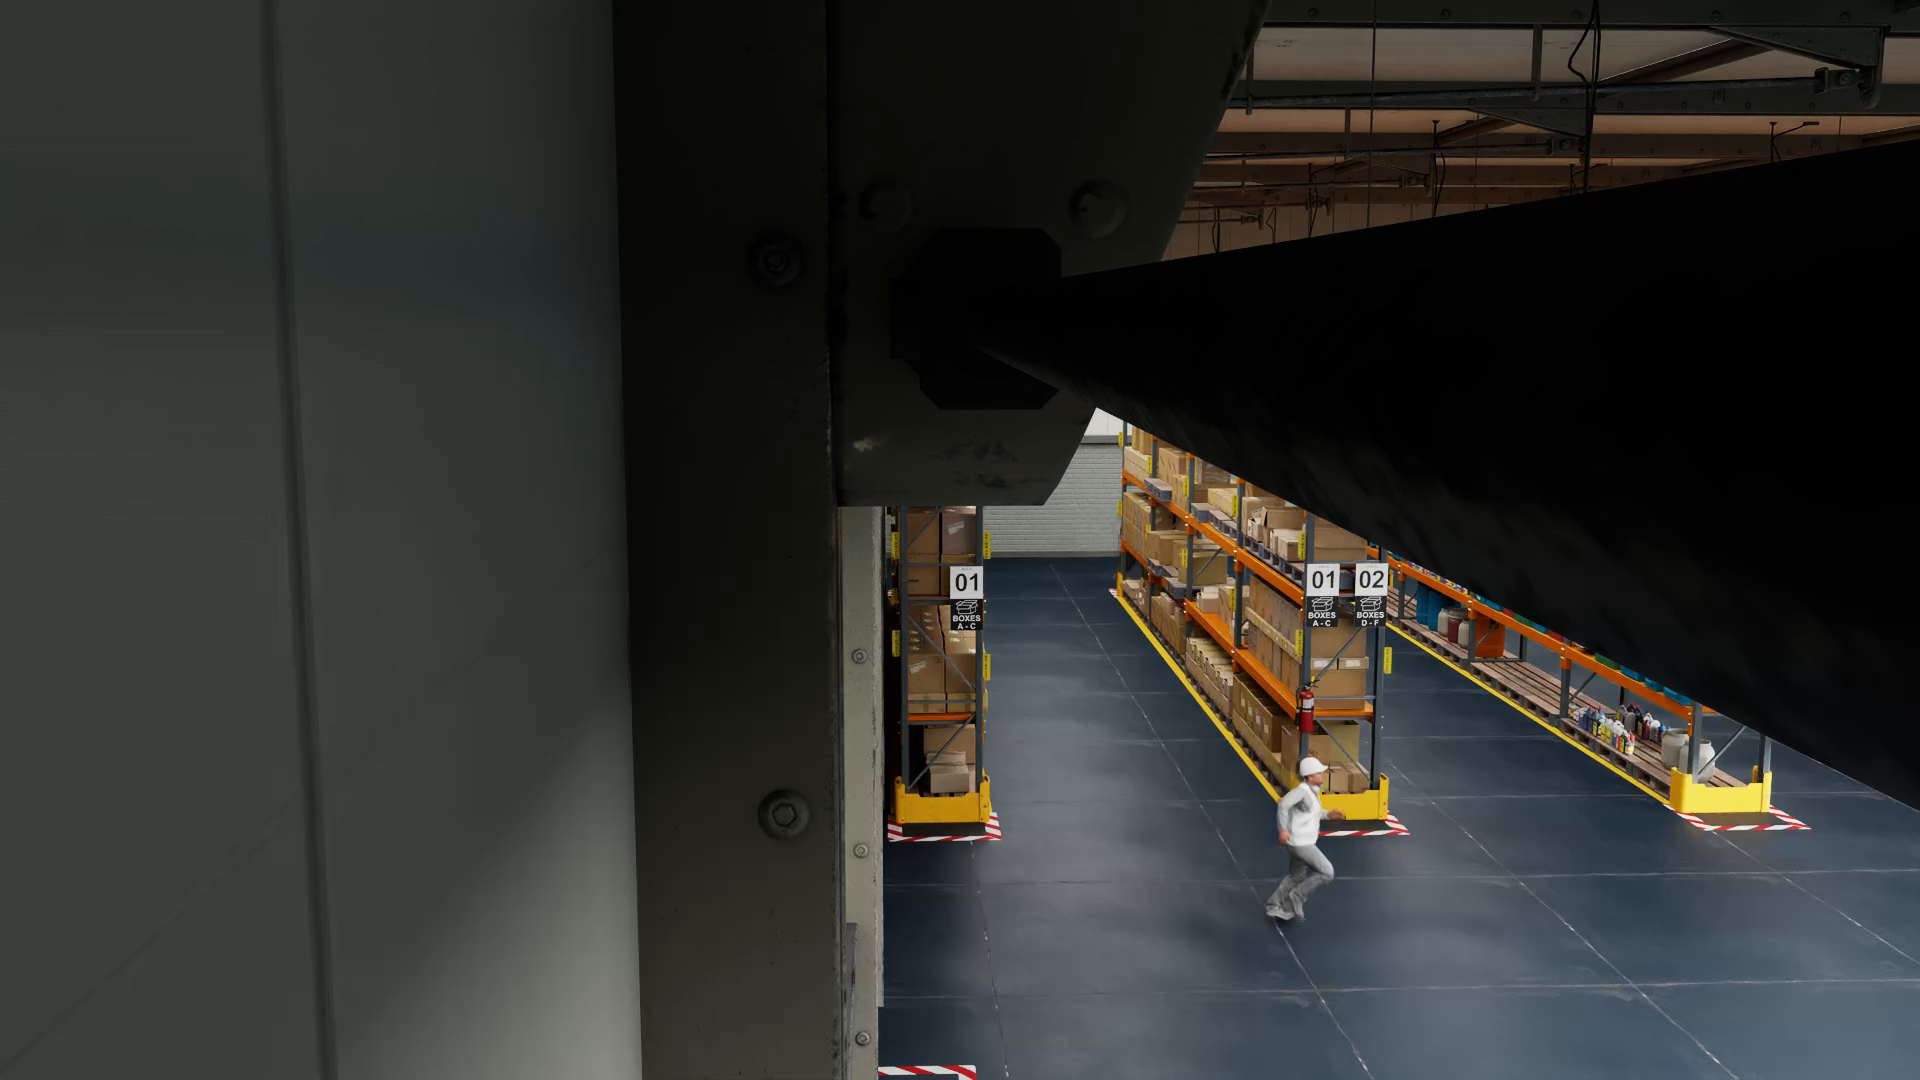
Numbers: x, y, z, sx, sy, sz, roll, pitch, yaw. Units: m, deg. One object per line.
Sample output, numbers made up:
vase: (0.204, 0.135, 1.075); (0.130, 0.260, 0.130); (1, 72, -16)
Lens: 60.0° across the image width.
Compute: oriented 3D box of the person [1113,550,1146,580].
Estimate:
person: (3.938, 0.169, 37.657); (0.947, 1.803, 0.719); (0, 8, 2)

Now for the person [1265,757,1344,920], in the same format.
person: (3.534, 3.074, 17.038); (0.767, 1.723, 0.690); (3, 8, 19)
